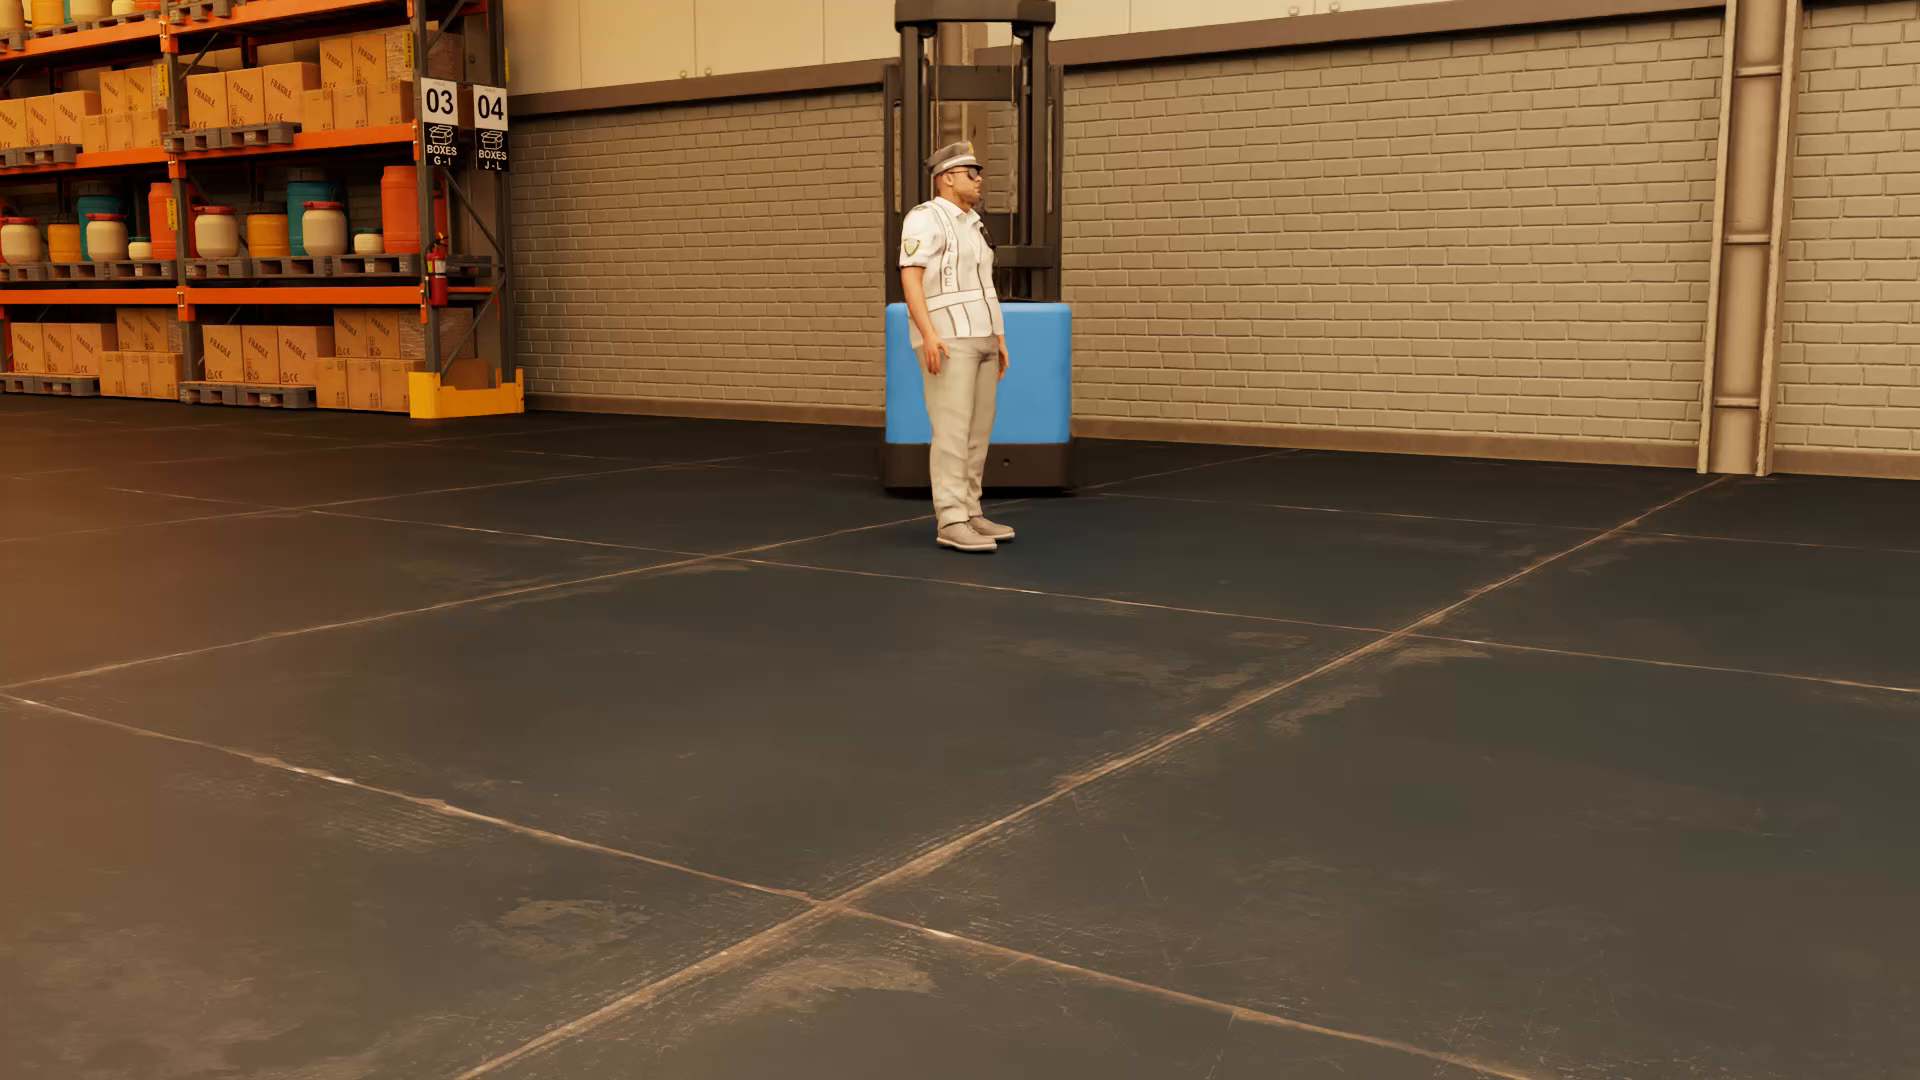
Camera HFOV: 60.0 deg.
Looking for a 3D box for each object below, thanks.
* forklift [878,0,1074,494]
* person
[{"bbox_3d":[0.076,-1.883,10.436,1.130,2.935,3.031,0,8,-1],"label":"forklift"},{"bbox_3d":[0.057,-0.882,7.424,0.575,1.781,0.640,5,10,34],"label":"person"}]
